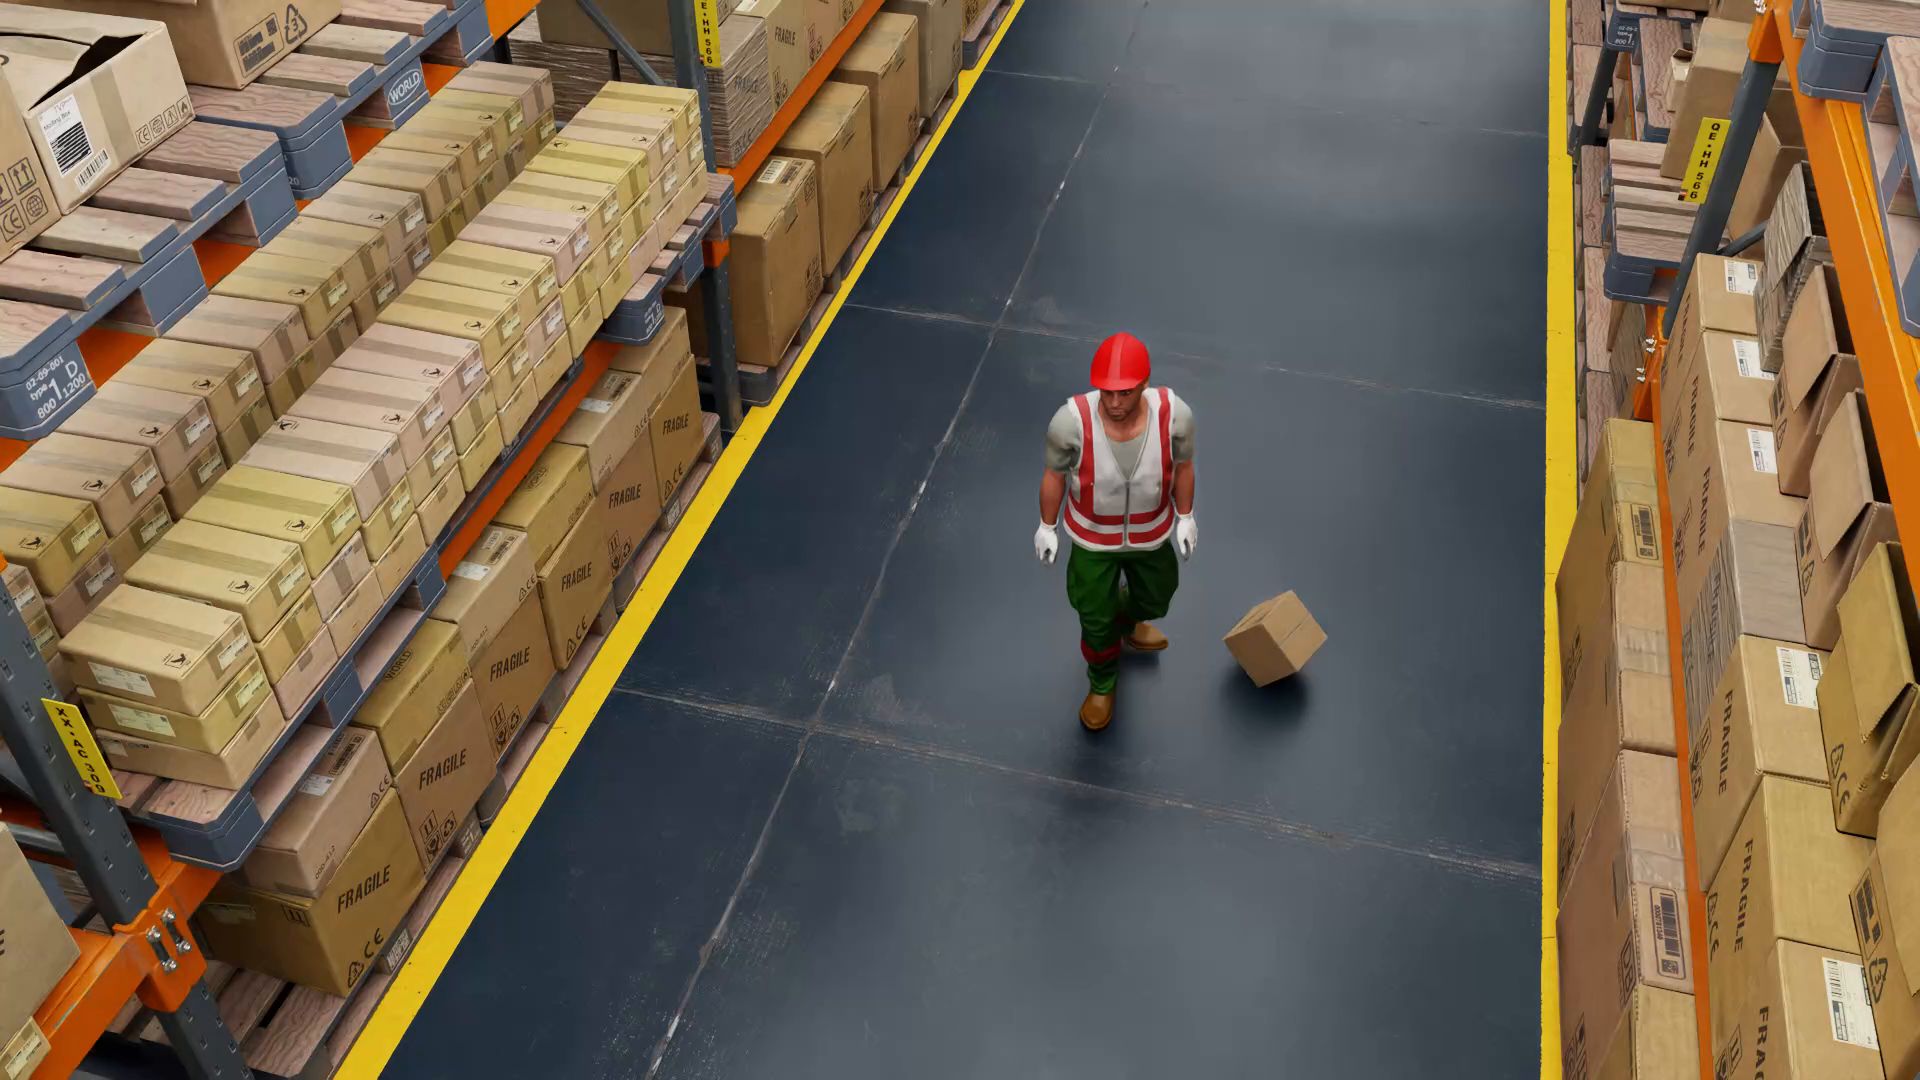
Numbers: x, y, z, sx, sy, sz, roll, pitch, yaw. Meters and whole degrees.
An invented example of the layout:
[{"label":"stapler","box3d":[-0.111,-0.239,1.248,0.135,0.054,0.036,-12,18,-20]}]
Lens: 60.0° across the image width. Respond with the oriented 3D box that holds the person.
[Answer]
[{"label":"person","box3d":[0.582,-0.085,6.242,0.612,1.781,0.577,-4,41,-5]}]
